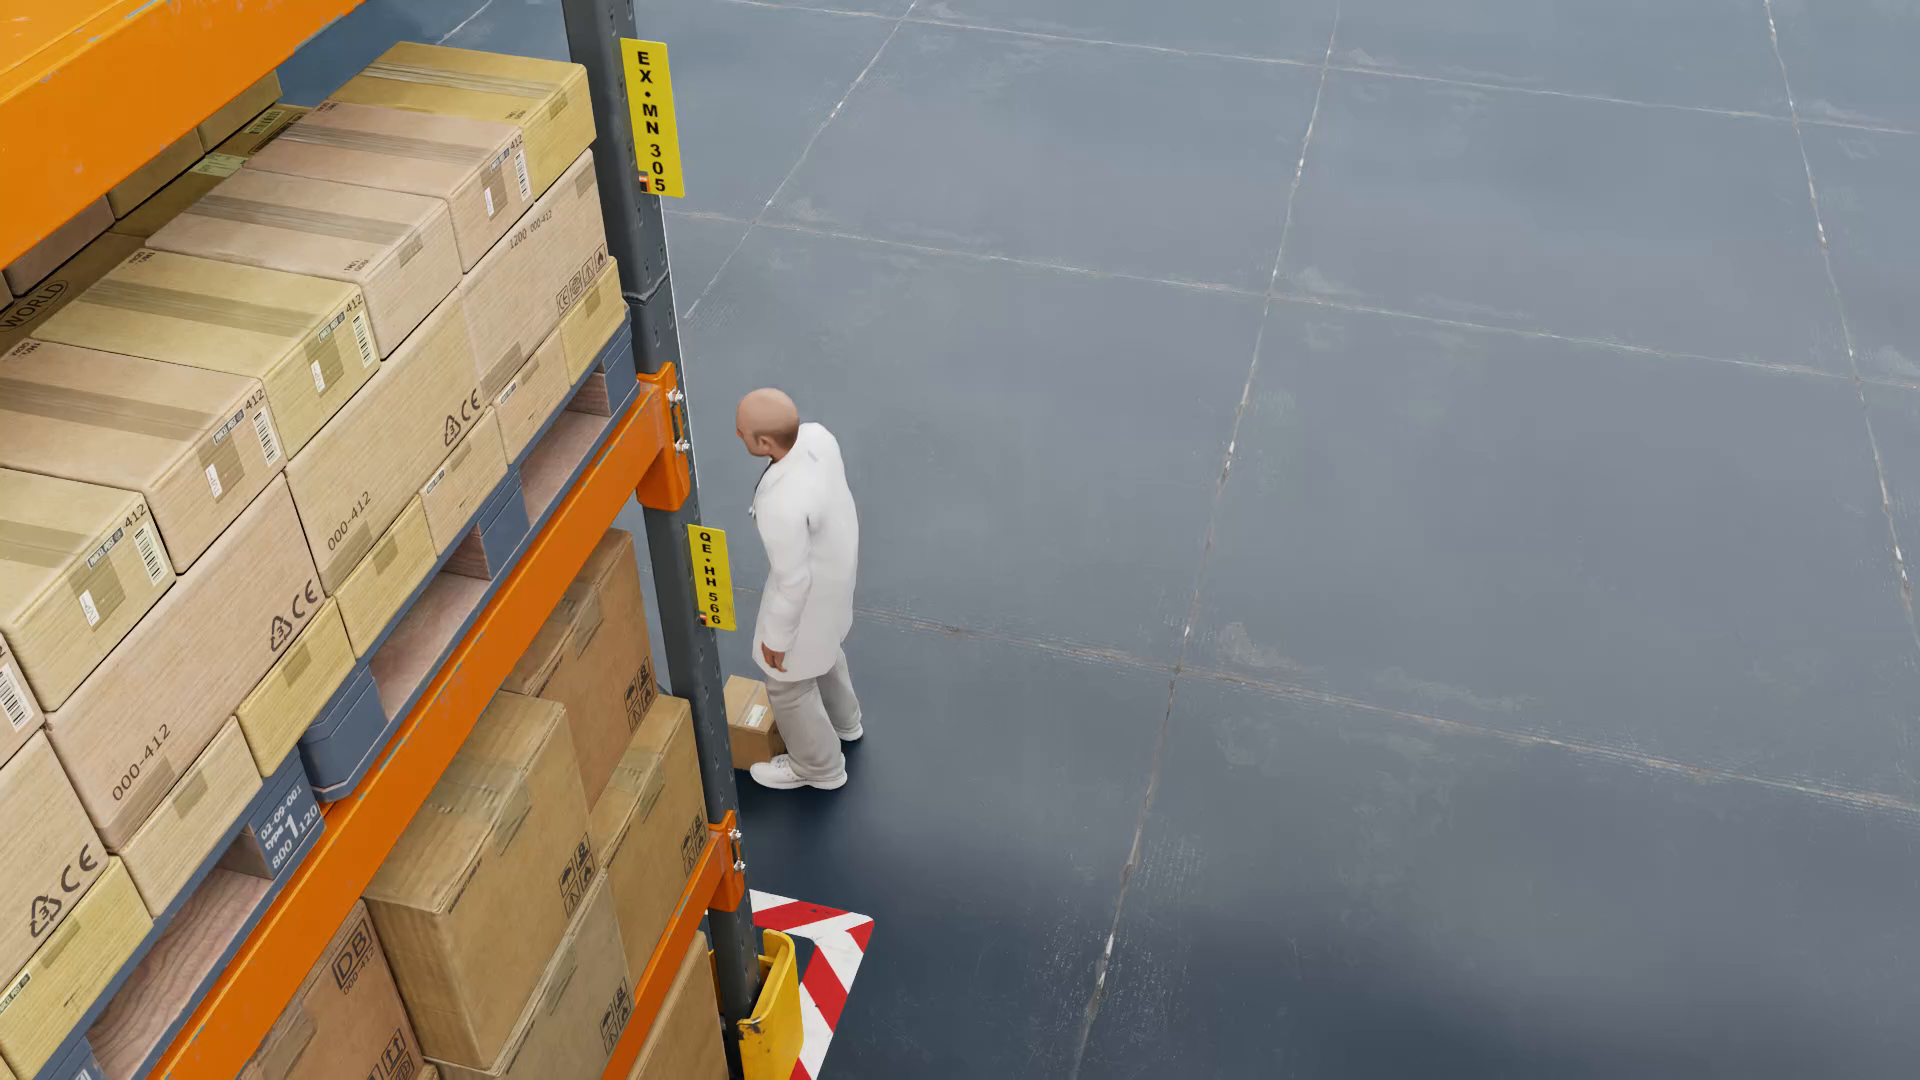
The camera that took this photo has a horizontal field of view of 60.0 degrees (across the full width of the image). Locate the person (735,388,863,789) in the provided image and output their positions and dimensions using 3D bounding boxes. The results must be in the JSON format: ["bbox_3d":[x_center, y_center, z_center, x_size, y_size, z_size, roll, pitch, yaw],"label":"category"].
[{"bbox_3d":[-0.575,0.189,5.949,0.429,1.772,0.647,8,41,9],"label":"person"}]
